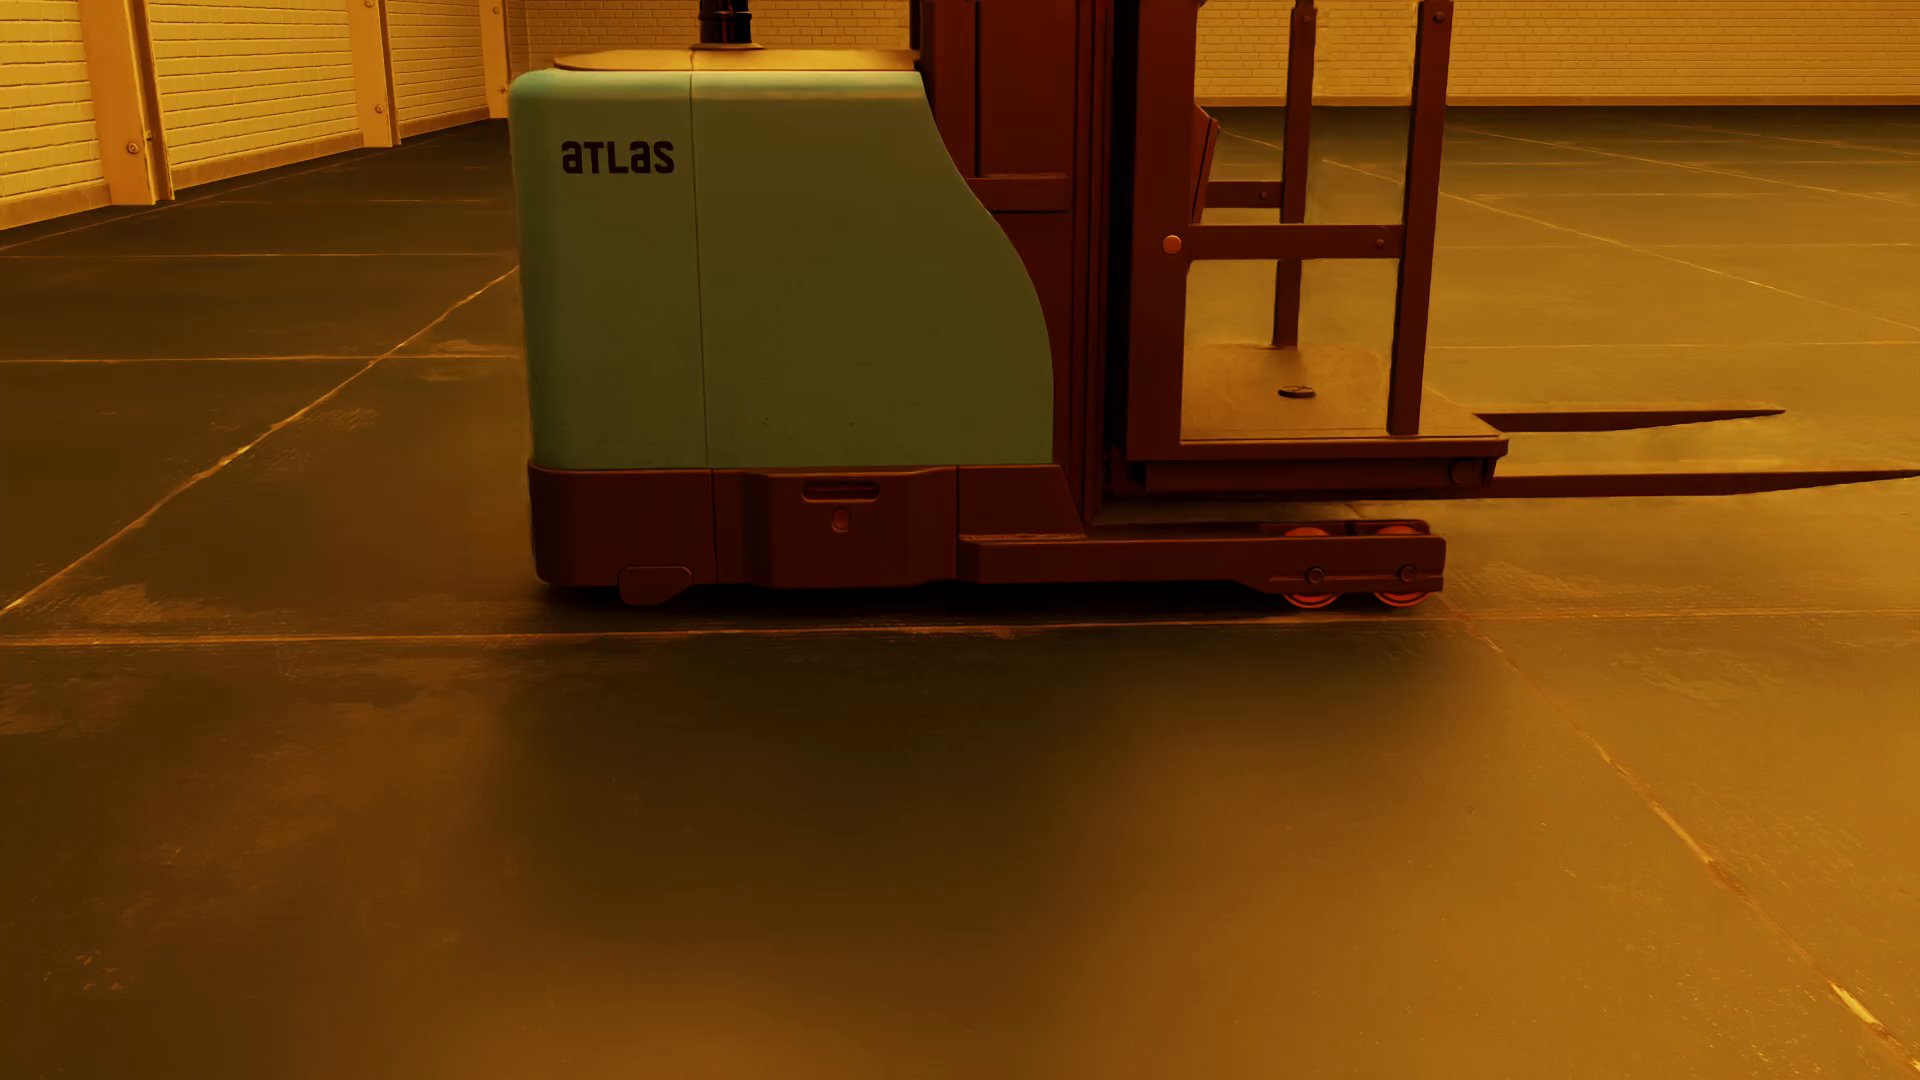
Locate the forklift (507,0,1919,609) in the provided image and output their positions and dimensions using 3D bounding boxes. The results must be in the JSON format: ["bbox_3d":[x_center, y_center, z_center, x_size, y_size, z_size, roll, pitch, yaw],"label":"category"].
[{"bbox_3d":[0.610,-1.414,3.529,3.031,2.935,1.130,-1,17,-3],"label":"forklift"}]
